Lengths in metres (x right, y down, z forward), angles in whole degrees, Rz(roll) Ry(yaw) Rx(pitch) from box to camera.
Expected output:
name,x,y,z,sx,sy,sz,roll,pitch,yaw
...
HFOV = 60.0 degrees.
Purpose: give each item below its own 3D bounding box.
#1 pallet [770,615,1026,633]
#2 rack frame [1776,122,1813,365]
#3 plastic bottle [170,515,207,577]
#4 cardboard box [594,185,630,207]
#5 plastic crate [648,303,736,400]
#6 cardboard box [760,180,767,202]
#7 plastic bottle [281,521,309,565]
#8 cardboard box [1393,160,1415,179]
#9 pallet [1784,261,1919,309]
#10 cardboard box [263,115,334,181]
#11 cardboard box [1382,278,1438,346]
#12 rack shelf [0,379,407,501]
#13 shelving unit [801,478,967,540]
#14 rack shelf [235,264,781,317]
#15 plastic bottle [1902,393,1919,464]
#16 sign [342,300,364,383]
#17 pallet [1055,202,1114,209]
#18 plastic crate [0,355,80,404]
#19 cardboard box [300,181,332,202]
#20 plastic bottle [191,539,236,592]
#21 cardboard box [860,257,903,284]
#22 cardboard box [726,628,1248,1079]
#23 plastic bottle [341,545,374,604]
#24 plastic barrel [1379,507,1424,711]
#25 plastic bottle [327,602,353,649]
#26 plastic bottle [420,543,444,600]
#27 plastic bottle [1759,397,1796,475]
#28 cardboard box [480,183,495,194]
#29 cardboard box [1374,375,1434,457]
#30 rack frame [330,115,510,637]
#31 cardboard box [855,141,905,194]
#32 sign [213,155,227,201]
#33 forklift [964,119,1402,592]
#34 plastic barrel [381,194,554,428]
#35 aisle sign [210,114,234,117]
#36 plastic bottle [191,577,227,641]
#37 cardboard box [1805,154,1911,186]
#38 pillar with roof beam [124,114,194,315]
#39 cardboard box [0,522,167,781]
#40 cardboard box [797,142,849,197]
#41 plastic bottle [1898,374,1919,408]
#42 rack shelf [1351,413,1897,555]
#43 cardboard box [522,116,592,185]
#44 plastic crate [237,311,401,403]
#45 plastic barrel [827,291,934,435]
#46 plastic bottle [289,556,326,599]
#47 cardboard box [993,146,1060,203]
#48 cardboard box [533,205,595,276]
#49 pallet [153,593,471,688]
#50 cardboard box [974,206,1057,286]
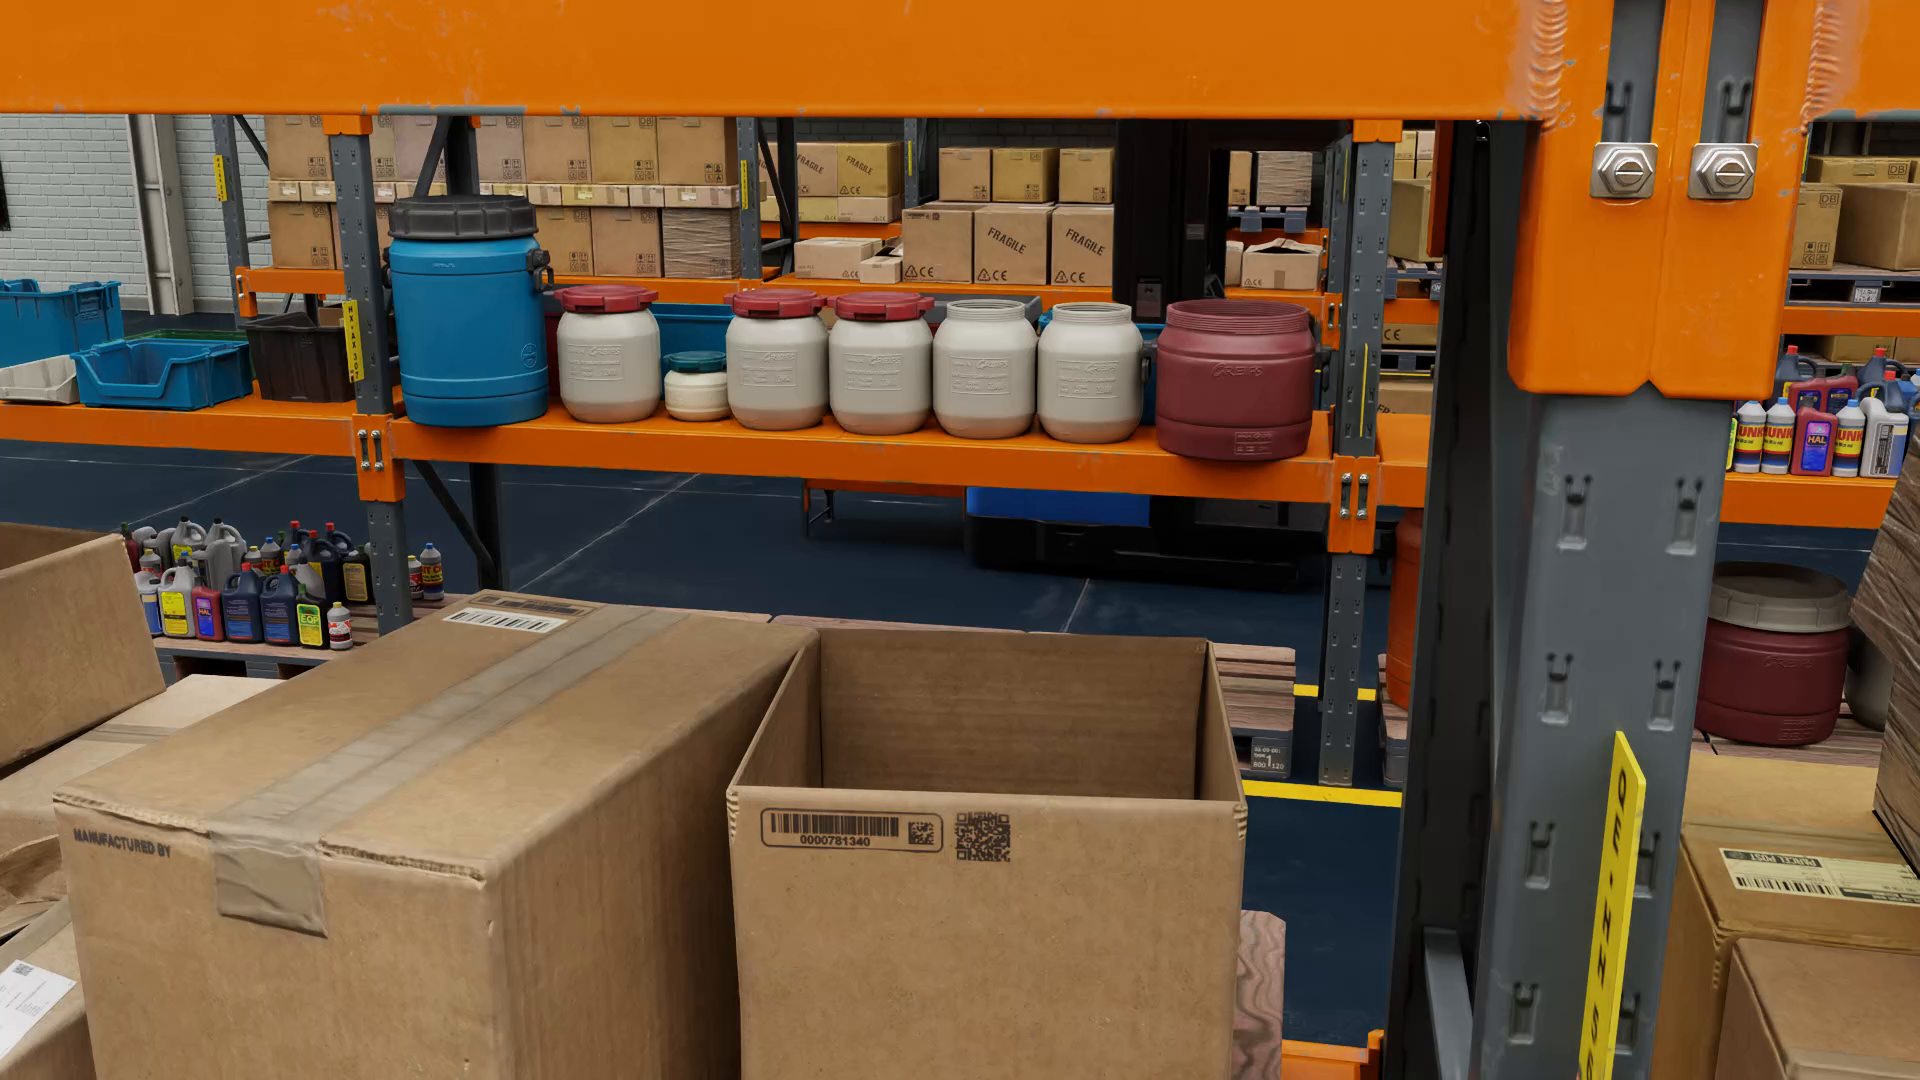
name,x,y,z,sx,sy,sz,roll,pitch,yaw
pallet,-0.378,0.618,7.364,1.213,0.211,1.003,3,16,11
rack frame,7.460,-2.987,15.158,0.127,3.000,1.000,3,16,11
plastic bottle,-3.846,0.049,8.334,0.185,0.351,0.144,4,16,13
cardboard box,-2.429,-2.477,11.912,0.250,0.149,0.380,3,16,11
plastic crate,-1.211,-0.836,7.422,0.575,0.384,0.392,3,16,11
cardboard box,-1.588,-2.543,12.150,0.250,0.149,0.380,3,16,11
plastic bottle,-3.248,0.082,8.216,0.185,0.351,0.144,2,16,9
cardboard box,3.965,-3.309,15.535,0.500,0.500,0.500,4,16,13
pallet,5.715,-1.670,10.761,1.213,0.211,1.003,3,16,11
cardboard box,-4.777,-2.972,12.485,0.500,0.500,0.700,3,16,11
cardboard box,4.234,-2.293,15.892,0.750,0.750,0.750,3,16,10
rack shelf,-4.314,-0.581,7.818,4.000,0.370,1.077,3,16,11
shelving unit,-0.380,-0.576,9.964,1.048,1.125,0.538,4,16,14
rack shelf,-3.323,-1.877,12.495,4.000,0.370,1.077,3,16,11
plastic bottle,3.440,-0.394,5.887,0.185,0.351,0.144,3,16,11
sign,-2.475,-0.811,6.784,0.005,0.325,0.100,3,16,11
pallet,1.592,-3.202,16.293,1.213,0.211,1.003,3,16,11
plastic crate,-3.996,-0.714,7.446,0.437,0.136,0.530,3,16,11
cardboard box,-4.682,-2.600,12.357,0.250,0.149,0.380,3,16,10
plastic bottle,-3.669,0.135,8.163,0.135,0.276,0.152,3,16,11
cardboard box,-0.536,-1.895,11.686,0.250,0.149,0.380,3,16,11
cardboard box,0.041,0.418,1.889,0.500,0.500,0.500,1,16,4
plastic bottle,-2.922,0.162,8.053,0.133,0.283,0.061,3,16,11
plastic barrel,2.048,0.256,6.726,0.708,0.830,0.600,3,16,11
plastic bottle,-2.772,0.377,7.428,0.097,0.201,0.097,0,15,0
plastic bottle,-2.579,0.150,8.119,0.097,0.271,0.097,0,15,0
plastic bottle,2.939,-0.376,5.973,0.097,0.271,0.097,0,15,0
cardboard box,-3.436,-2.531,12.109,0.250,0.149,0.380,3,16,12
cardboard box,2.945,-0.813,11.165,0.500,0.500,0.500,4,16,13
rack frame,-2.354,-0.821,7.338,0.127,3.000,1.000,3,16,11
cardboard box,-0.799,-3.791,16.899,0.500,0.500,0.500,3,16,10
sign,-5.400,-2.640,12.134,0.005,0.325,0.100,3,16,11
forklift,1.600,-1.287,9.148,3.031,2.935,1.130,4,16,14
plastic barrel,-2.036,-0.963,6.911,0.708,0.901,0.600,3,16,11
aisle sign,-5.409,-3.506,12.160,0.004,0.787,0.394,3,16,11
plastic bottle,-3.399,0.309,7.522,0.133,0.283,0.061,4,16,15
cardboard box,7.988,-3.099,14.998,0.700,0.700,0.980,3,16,12
pillar with roof beam,-10.179,-5.899,14.431,0.400,9.000,9.100,3,16,11
cardboard box,-1.624,0.290,2.345,0.637,0.503,0.797,5,16,17
cardboard box,-1.395,-3.681,16.501,0.500,0.500,0.500,3,16,11
plastic bottle,3.645,-0.506,6.439,0.097,0.271,0.097,0,15,0
rack shelf,3.525,-0.155,6.282,4.000,0.370,1.077,3,16,11
cardboard box,-2.786,-2.866,12.101,0.500,0.500,0.700,3,16,11
plastic crate,-2.842,-0.853,7.567,0.504,0.338,0.767,3,16,11
plastic barrel,-0.317,-0.717,6.705,0.433,0.535,0.433,0,15,0
plastic bottle,-3.014,0.247,7.621,0.185,0.351,0.144,3,16,11
cardboard box,0.658,-3.606,16.378,0.500,0.500,0.700,5,16,17
cardboard box,-2.809,-2.241,12.276,0.500,0.500,0.700,3,16,12
pallet,-3.004,0.476,7.879,1.213,0.211,1.003,3,16,11
cardboard box,0.393,-2.065,11.642,0.500,0.500,0.500,3,16,11
